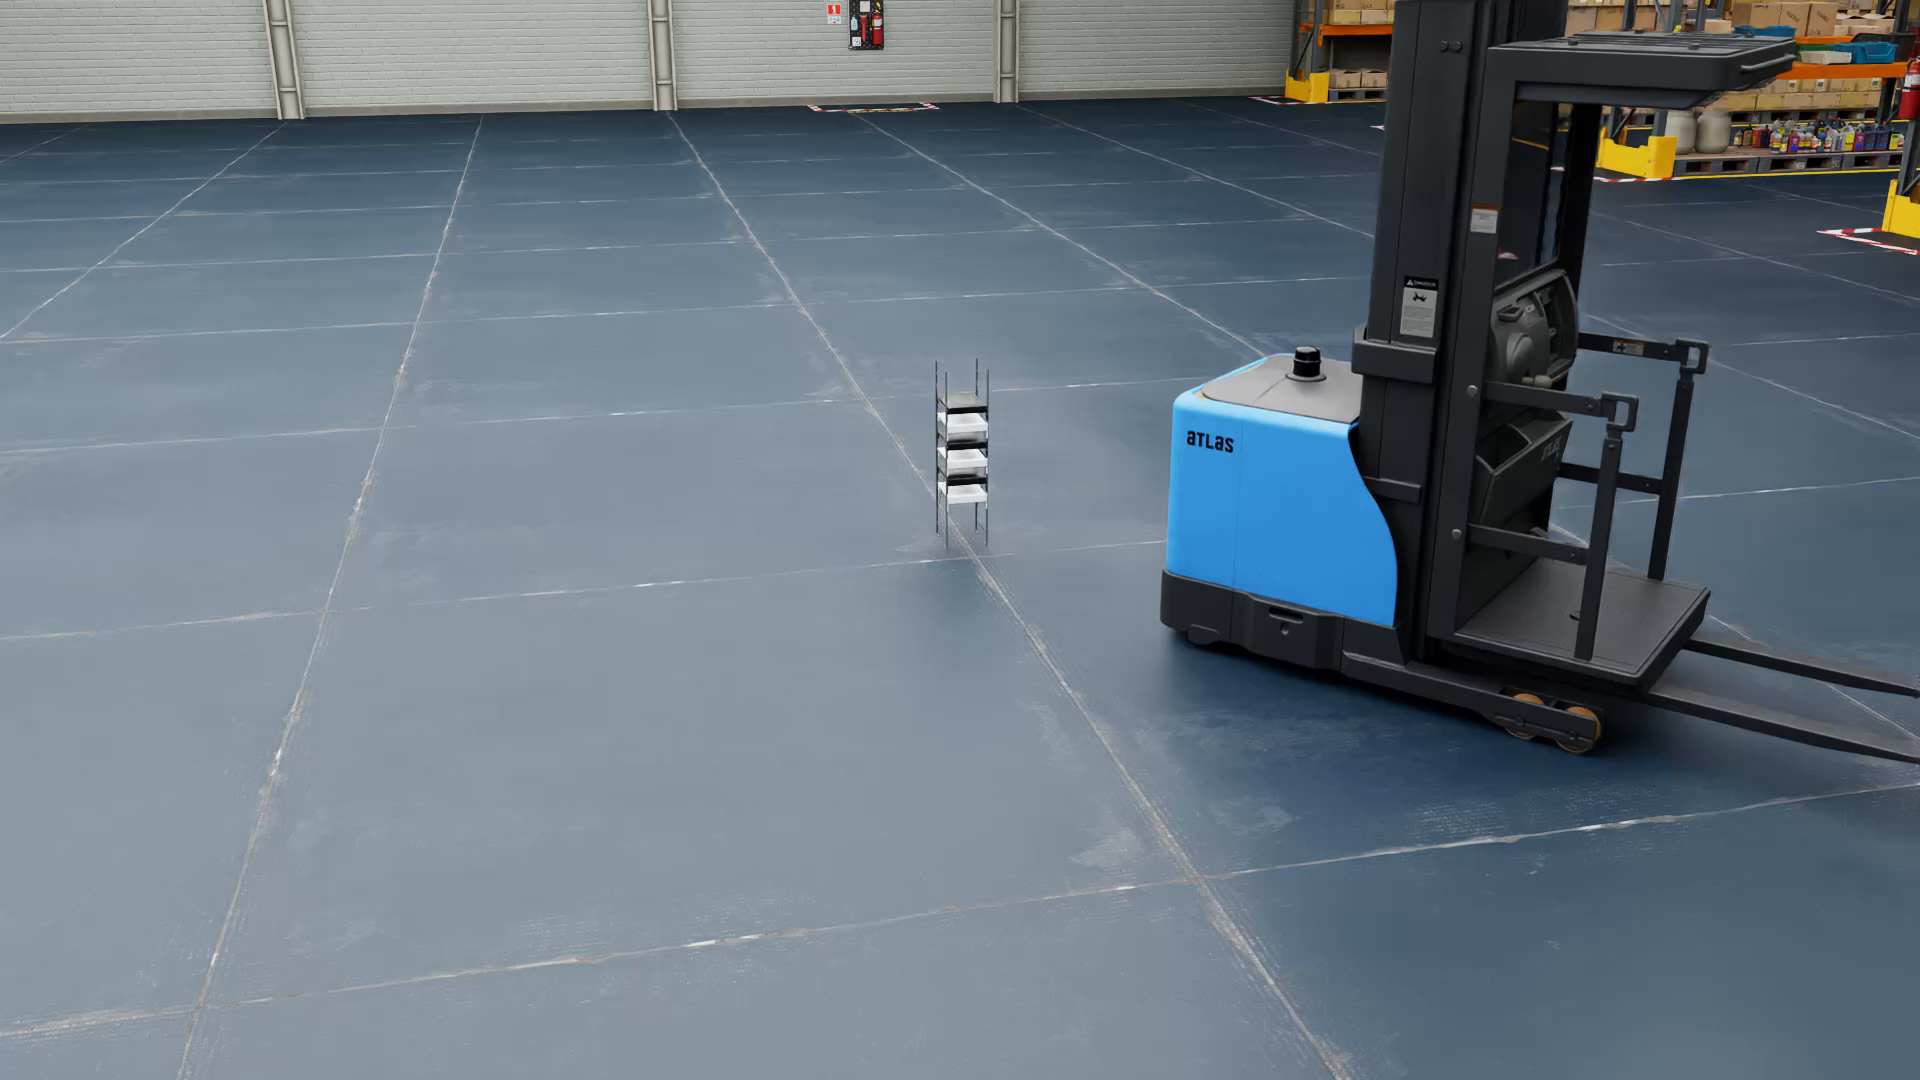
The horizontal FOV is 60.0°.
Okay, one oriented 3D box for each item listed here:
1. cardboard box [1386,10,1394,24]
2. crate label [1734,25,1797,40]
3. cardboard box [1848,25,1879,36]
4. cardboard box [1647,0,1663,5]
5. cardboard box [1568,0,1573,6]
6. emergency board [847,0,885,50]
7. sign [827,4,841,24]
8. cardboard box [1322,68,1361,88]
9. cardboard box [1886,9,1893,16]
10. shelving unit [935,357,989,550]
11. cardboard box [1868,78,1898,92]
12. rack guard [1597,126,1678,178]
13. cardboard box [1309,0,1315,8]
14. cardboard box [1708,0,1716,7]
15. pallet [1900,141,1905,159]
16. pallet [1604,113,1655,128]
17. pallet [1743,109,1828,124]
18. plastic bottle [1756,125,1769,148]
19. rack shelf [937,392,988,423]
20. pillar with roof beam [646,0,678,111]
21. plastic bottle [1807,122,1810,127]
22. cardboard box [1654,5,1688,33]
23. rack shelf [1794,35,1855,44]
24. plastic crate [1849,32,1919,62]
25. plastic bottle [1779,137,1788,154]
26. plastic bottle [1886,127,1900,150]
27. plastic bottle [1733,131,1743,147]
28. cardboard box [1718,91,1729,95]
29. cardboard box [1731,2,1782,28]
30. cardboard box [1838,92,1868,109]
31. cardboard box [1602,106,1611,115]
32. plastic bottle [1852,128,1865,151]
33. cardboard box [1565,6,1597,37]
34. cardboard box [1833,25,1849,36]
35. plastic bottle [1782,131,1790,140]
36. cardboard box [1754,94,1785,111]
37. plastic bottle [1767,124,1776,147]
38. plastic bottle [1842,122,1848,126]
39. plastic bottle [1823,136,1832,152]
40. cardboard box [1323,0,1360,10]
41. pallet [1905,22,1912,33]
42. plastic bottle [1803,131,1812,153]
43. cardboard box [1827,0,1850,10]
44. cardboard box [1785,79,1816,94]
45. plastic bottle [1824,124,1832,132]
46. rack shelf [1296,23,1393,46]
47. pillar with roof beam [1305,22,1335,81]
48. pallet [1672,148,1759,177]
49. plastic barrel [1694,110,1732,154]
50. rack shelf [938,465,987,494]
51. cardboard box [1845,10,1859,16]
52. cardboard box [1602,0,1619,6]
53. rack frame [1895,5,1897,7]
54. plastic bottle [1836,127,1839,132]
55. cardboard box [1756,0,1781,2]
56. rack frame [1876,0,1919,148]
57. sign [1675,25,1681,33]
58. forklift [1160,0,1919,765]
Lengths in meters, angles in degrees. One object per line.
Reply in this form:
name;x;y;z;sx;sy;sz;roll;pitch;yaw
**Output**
cardboard box;7.717;-9.312;29.563;0.500;0.250;0.500;-5;21;-13
crate label;10.178;-6.293;21.081;0.616;0.435;0.502;-5;21;-12
cardboard box;14.287;-8.050;26.295;0.250;0.149;0.380;-5;21;-12
cardboard box;10.495;-8.233;25.340;0.250;0.149;0.380;-5;21;-14
cardboard box;8.998;-8.112;25.009;0.250;0.149;0.380;-5;21;-13
emergency board;-1.601;-9.044;28.642;0.643;1.169;0.194;-5;21;-12
sign;-2.163;-9.051;28.610;0.234;0.329;0.001;-5;21;-12
cardboard box;6.864;-8.325;29.950;0.500;0.311;0.500;-7;21;-19
cardboard box;17.584;-10.076;31.796;0.250;0.149;0.380;-4;21;-12
shelving unit;0.008;-0.423;8.162;0.210;0.900;0.258;-5;21;-12
cardboard box;14.646;-7.377;26.664;0.500;0.311;0.500;-4;21;-11
rack guard;8.513;-4.888;20.932;0.348;0.500;1.175;-5;21;-12
cardboard box;6.580;-9.756;29.685;0.500;0.500;0.500;-5;21;-13
cardboard box;14.354;-10.311;31.495;0.500;0.500;0.500;-5;21;-12
pallet;13.097;-5.123;21.992;1.213;0.211;1.003;-5;21;-12
pallet;10.422;-6.657;26.180;1.213;0.211;1.003;-5;21;-12
pallet;13.104;-6.875;26.775;1.213;0.211;1.003;-5;21;-12
plastic bottle;10.413;-5.239;21.564;0.133;0.283;0.061;-5;21;-12
rack shelf;0.008;-0.645;8.080;0.200;0.077;0.258;-5;21;-12
pillar with roof beam;-4.035;-10.127;22.879;0.400;9.000;9.100;-5;21;-12
plastic bottle;11.107;-5.349;21.865;0.133;0.283;0.061;-4;20;-10
cardboard box;10.776;-8.025;25.715;0.500;0.500;0.700;-5;21;-14
rack shelf;13.152;-7.836;26.390;4.000;0.370;1.077;-5;21;-12
plastic crate;11.803;-6.329;21.321;0.504;0.338;0.767;-5;21;-12
plastic bottle;10.386;-4.980;20.978;0.097;0.201;0.097;0;20;0
plastic bottle;11.950;-5.139;21.293;0.133;0.283;0.061;-4;20;-10
plastic bottle;10.136;-5.225;21.646;0.097;0.201;0.097;0;20;0
cardboard box;11.665;-7.134;26.000;0.500;0.311;0.500;-5;21;-12
cardboard box;12.470;-8.159;26.082;0.500;0.500;0.500;-3;20;-9
cardboard box;14.142;-7.073;26.648;0.500;0.250;0.500;-5;21;-13
cardboard box;9.833;-6.731;25.714;0.500;0.250;0.500;-5;21;-12
plastic bottle;11.446;-5.098;21.181;0.133;0.283;0.061;-3;20;-9
cardboard box;9.276;-7.902;25.379;0.500;0.500;0.700;-4;21;-11
cardboard box;13.871;-8.094;26.415;0.250;0.149;0.380;-3;20;-8
plastic bottle;10.753;-5.224;21.644;0.097;0.201;0.097;0;20;0
cardboard box;12.657;-6.952;26.319;0.500;0.250;0.500;-5;21;-14
plastic bottle;10.522;-5.282;21.692;0.135;0.276;0.152;-5;21;-14
plastic bottle;11.623;-5.371;21.937;0.135;0.276;0.152;-4;20;-11
plastic bottle;11.013;-5.031;21.117;0.097;0.201;0.097;0;20;0
cardboard box;6.704;-9.585;29.217;0.500;0.500;0.500;-5;21;-12
pallet;15.742;-8.319;26.942;1.003;0.211;1.213;-5;21;-12
plastic bottle;10.717;-5.040;21.039;0.097;0.271;0.097;0;20;0
cardboard box;16.471;-10.301;31.467;0.500;0.500;0.500;-5;21;-12
cardboard box;13.161;-7.256;26.333;0.500;0.311;0.500;-4;21;-11
plastic bottle;11.348;-5.305;21.764;0.097;0.271;0.097;0;20;0
rack shelf;8.116;-9.177;30.051;4.000;0.370;1.077;-5;21;-12
pillar with roof beam;7.643;-11.077;25.472;0.400;9.000;9.100;-5;21;-12
pallet;9.304;-4.815;21.152;1.213;0.211;1.003;-5;21;-12
plastic barrel;9.560;-5.187;21.119;0.421;0.512;0.421;0;20;0
rack shelf;0.008;-0.307;8.204;0.200;0.077;0.258;-5;21;-12
cardboard box;16.838;-10.002;31.595;0.250;0.149;0.380;-5;21;-12
cardboard box;9.755;-8.173;25.178;0.250;0.149;0.380;-4;21;-11
rack frame;17.848;-10.306;32.088;0.127;3.000;1.000;-5;21;-12
plastic bottle;11.232;-5.132;21.273;0.133;0.283;0.061;-5;21;-12
cardboard box;14.998;-10.177;31.128;0.500;0.500;0.500;-4;20;-11
rack frame;12.342;-6.357;21.307;0.127;3.000;1.000;-5;21;-12
sign;8.572;-5.986;19.891;0.005;0.325;0.100;-5;21;-12
forklift;2.353;-0.795;6.224;3.031;2.935;1.130;14;24;33
